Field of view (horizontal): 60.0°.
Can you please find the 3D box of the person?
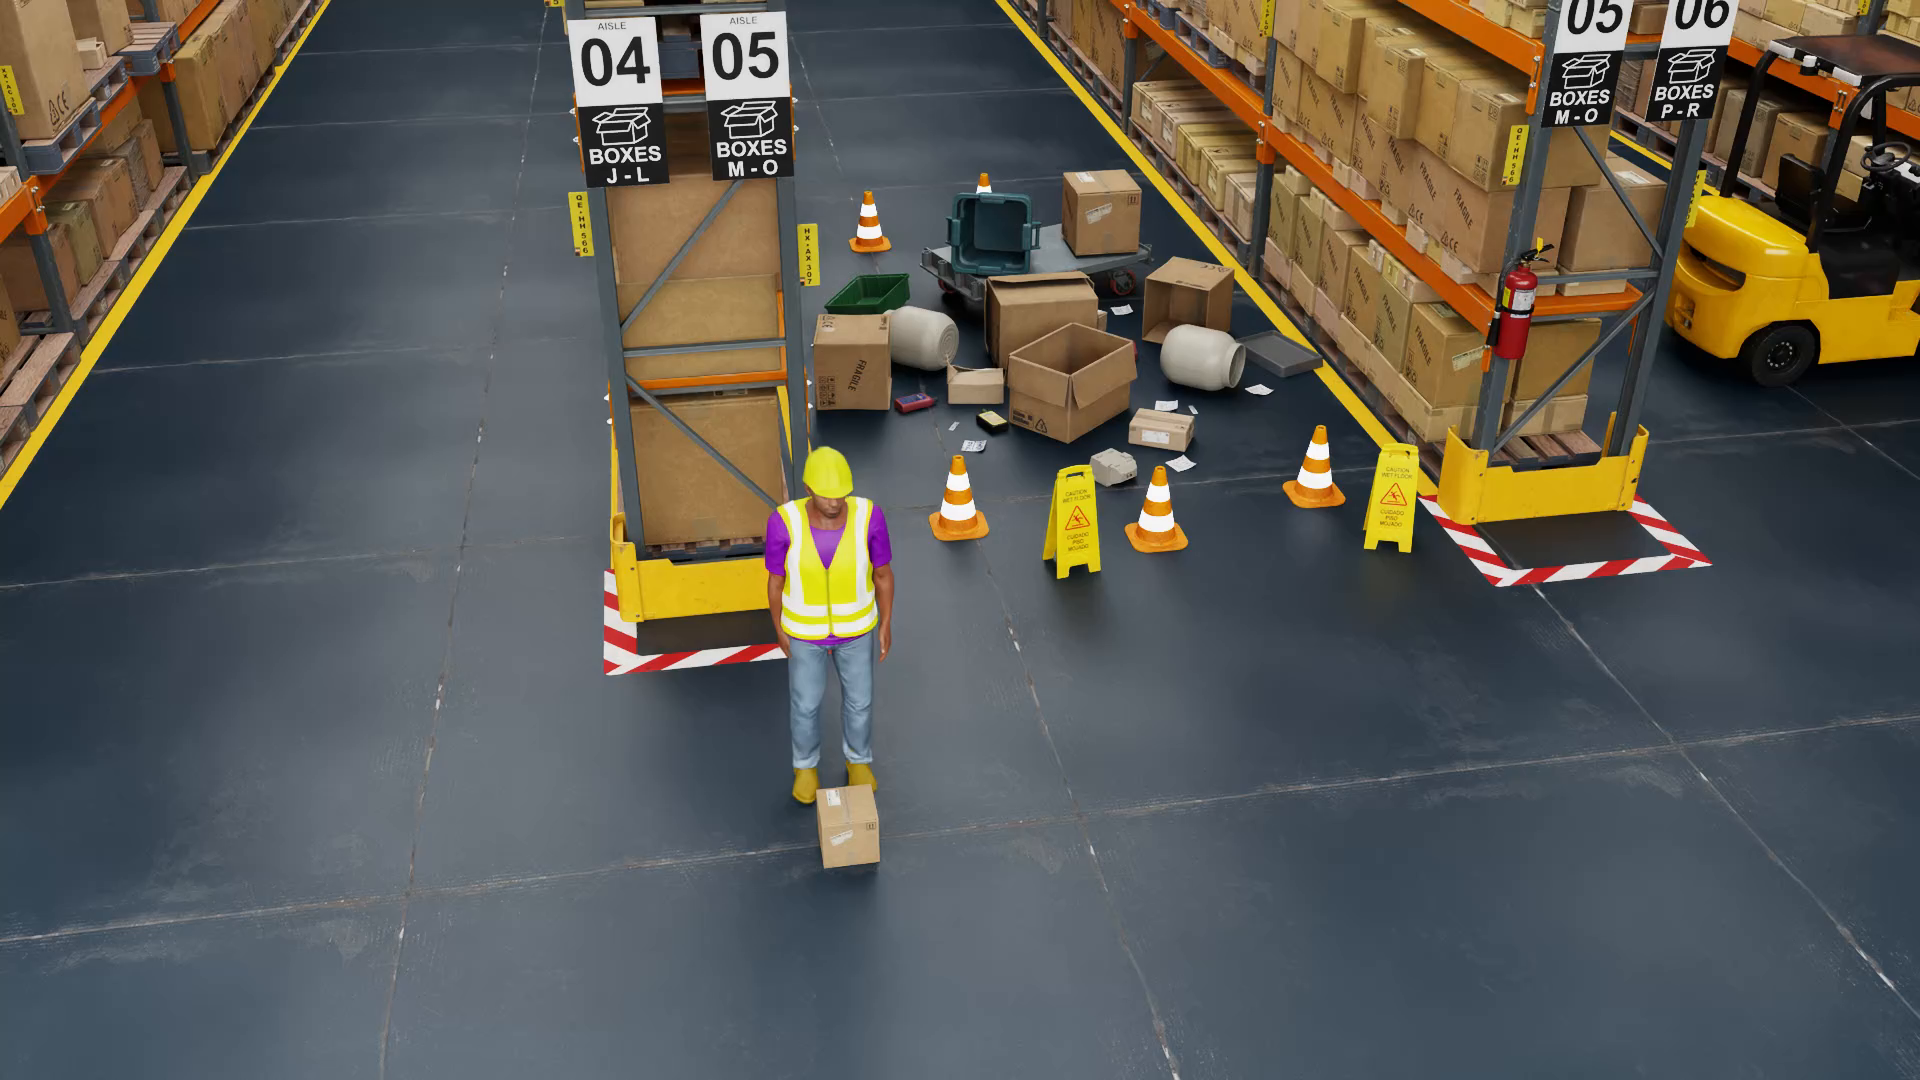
[{"bbox_3d":[-0.572,0.381,7.470,0.564,1.764,0.359,-5,31,-8],"label":"person"}]
